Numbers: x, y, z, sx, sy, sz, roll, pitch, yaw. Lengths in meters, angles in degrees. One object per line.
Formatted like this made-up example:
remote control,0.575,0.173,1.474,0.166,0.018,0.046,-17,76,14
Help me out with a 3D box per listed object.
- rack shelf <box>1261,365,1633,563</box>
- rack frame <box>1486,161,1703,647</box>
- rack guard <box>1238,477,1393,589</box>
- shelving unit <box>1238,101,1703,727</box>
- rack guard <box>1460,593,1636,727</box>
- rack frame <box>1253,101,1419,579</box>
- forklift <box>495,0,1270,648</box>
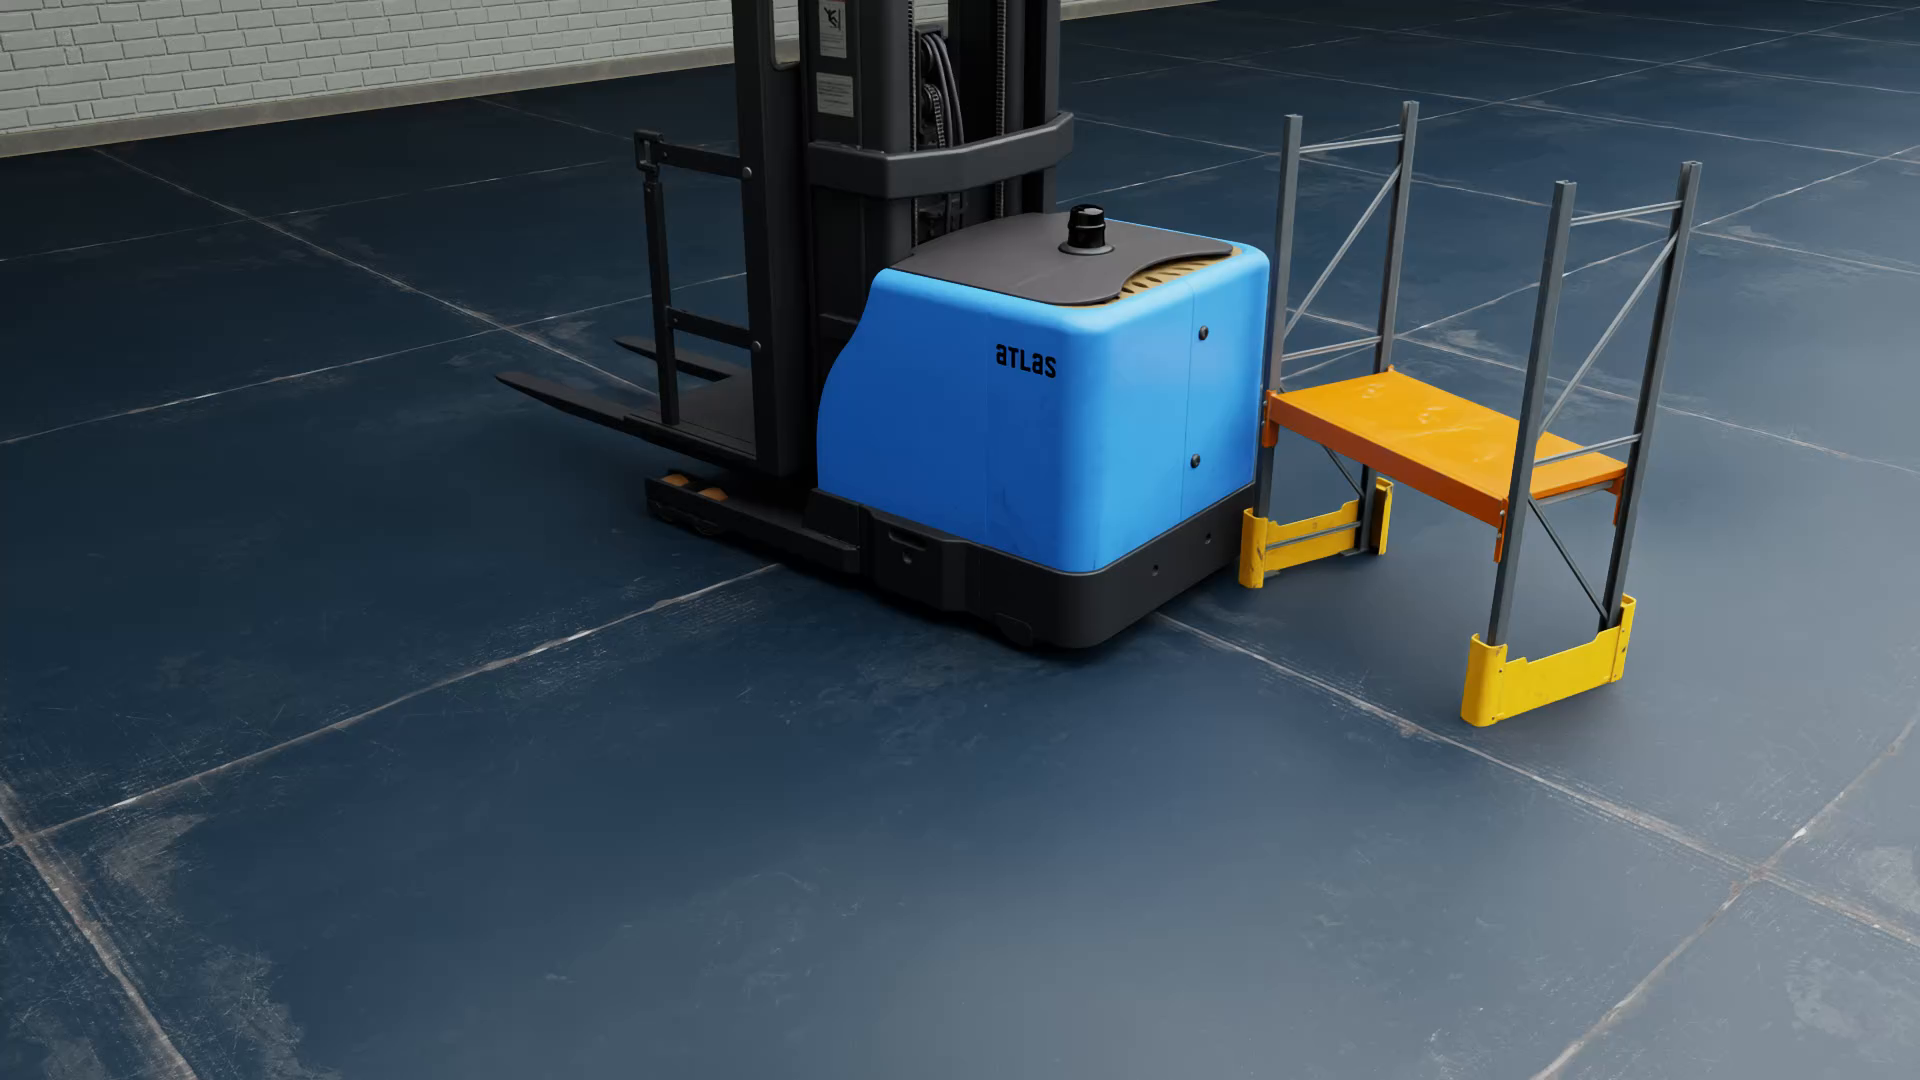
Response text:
rack shelf,1.421,-0.254,4.934,0.538,0.185,1.000,-13,28,-27
rack frame,1.672,-0.234,4.457,0.500,1.500,0.032,-13,28,-27
rack guard,1.180,-0.026,5.505,0.587,0.250,0.087,-13,28,-27
shelving unit,1.426,-0.415,4.852,0.587,1.500,1.083,-13,28,-27
rack guard,1.671,0.334,4.717,0.587,0.250,0.087,-13,28,-27
rack frame,1.171,-0.601,5.261,0.500,1.500,0.032,-13,28,-27
forklift,-0.483,-1.498,5.503,3.031,2.935,1.130,19,31,35
